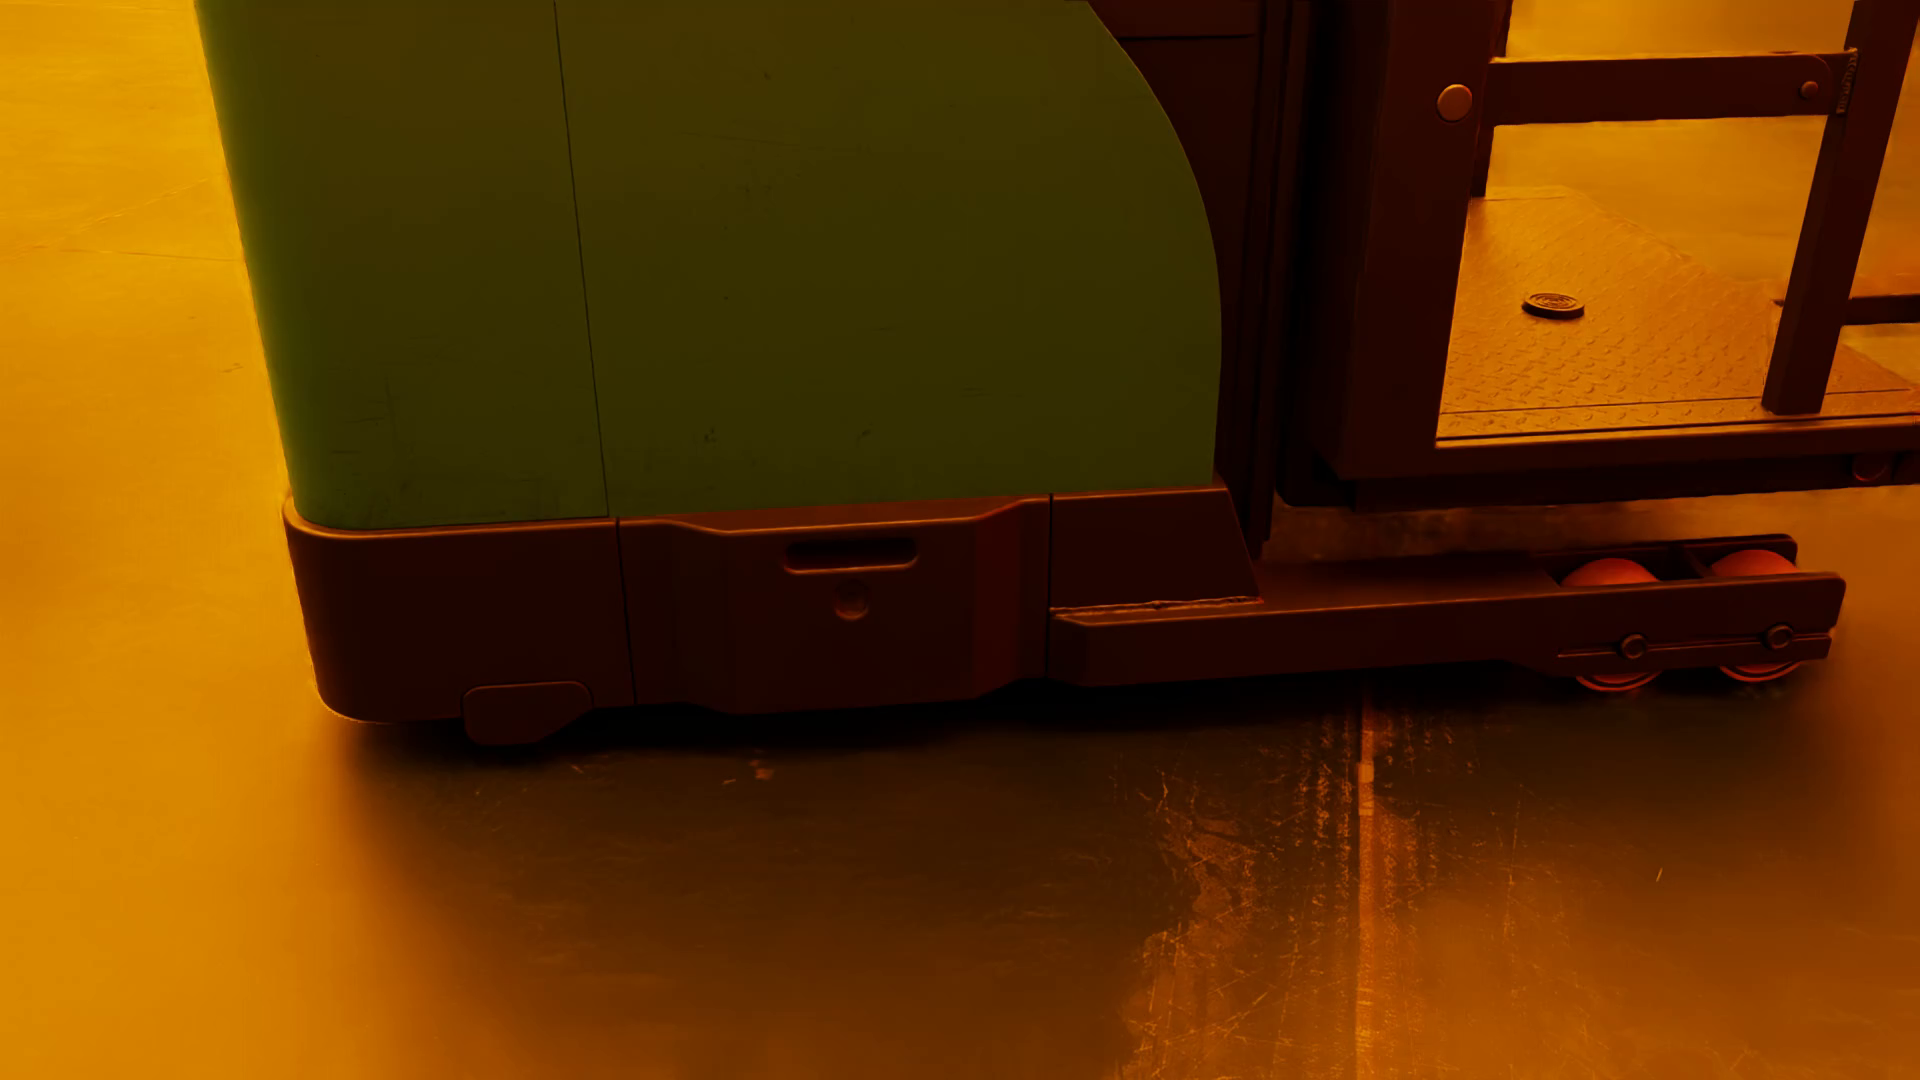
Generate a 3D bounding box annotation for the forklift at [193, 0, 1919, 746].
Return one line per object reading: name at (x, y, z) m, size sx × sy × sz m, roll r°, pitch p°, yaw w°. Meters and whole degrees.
forklift at (0.678, -1.349, 1.920) m, size 3.031 × 2.935 × 1.130 m, roll -3°, pitch 27°, yaw -7°
